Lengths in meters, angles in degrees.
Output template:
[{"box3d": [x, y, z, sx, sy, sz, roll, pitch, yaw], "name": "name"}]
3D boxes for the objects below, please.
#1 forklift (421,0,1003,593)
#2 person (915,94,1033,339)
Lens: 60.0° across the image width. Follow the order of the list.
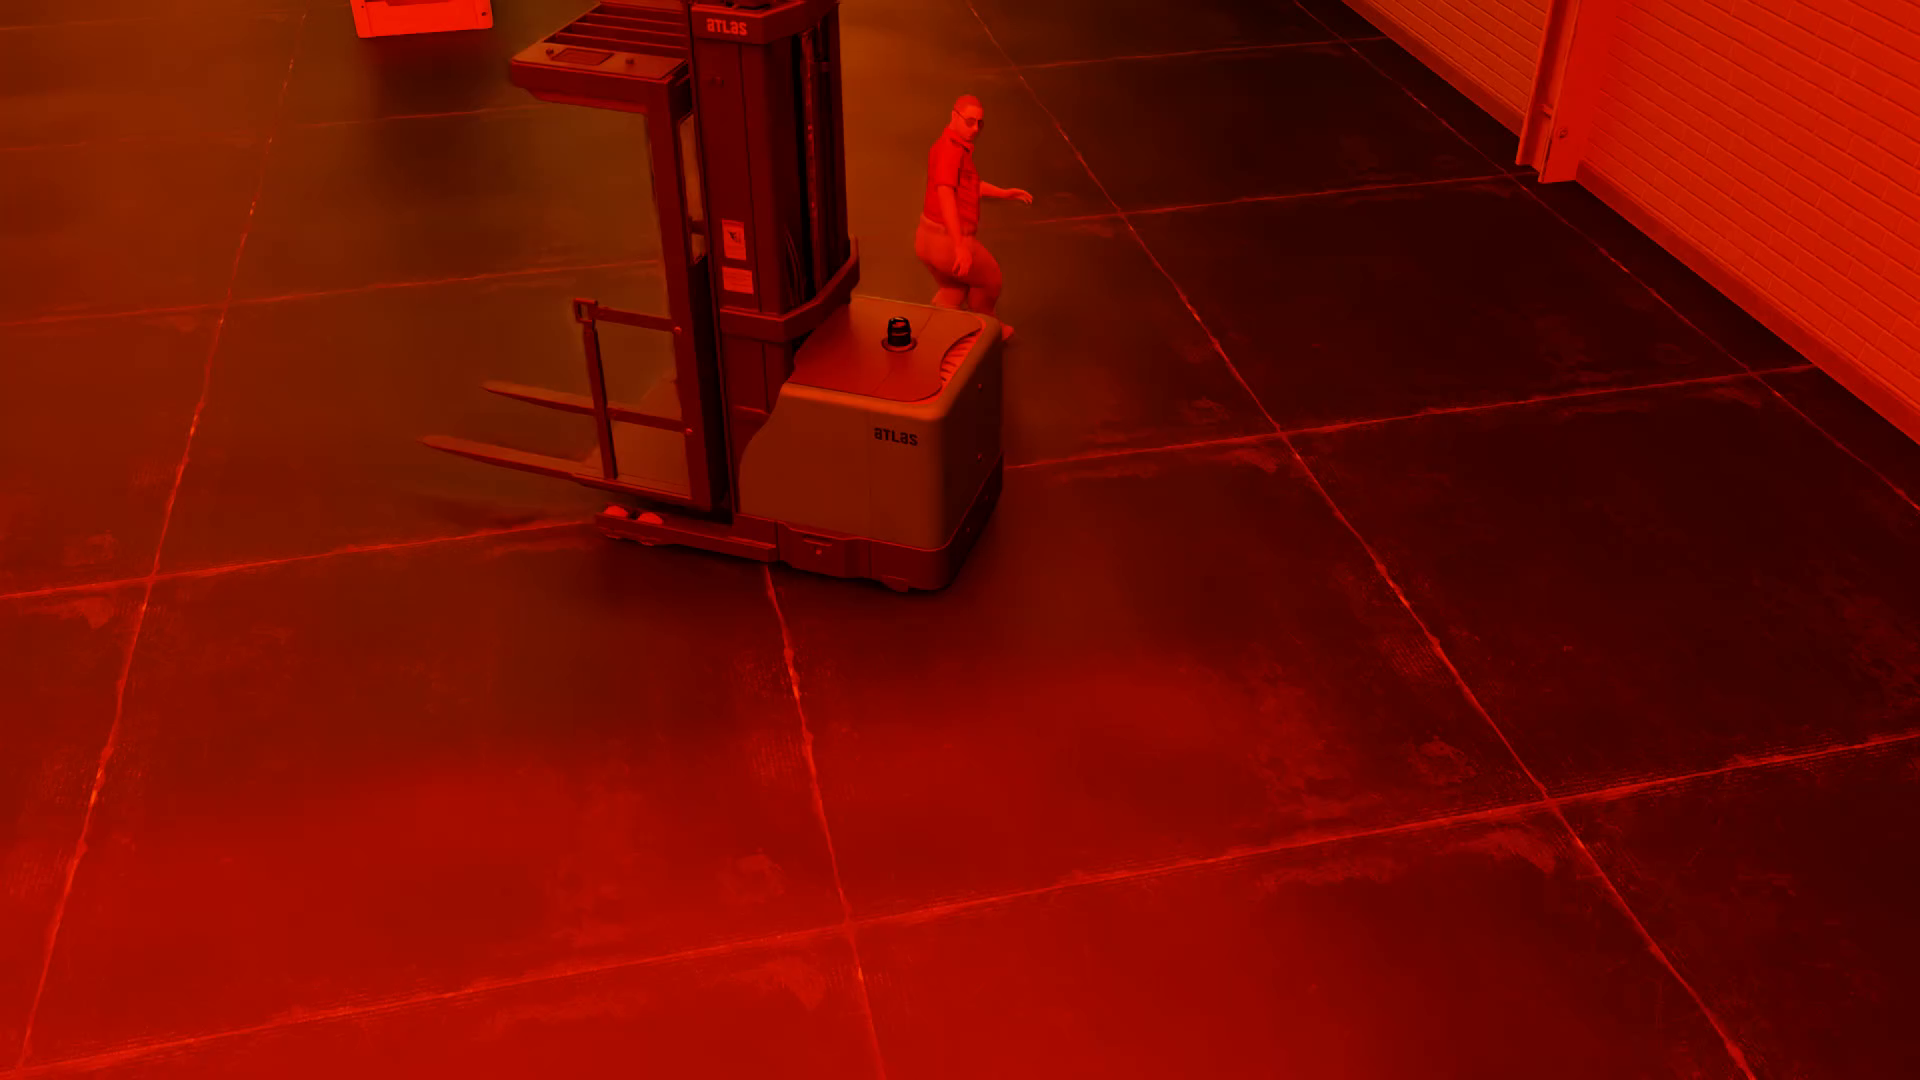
[{"box3d": [-1.350, -1.440, 8.051, 3.031, 2.935, 1.130, 11, 37, 15], "name": "forklift"}, {"box3d": [0.096, -1.763, 9.675, 0.824, 1.604, 0.794, -17, 39, -23], "name": "person"}]
